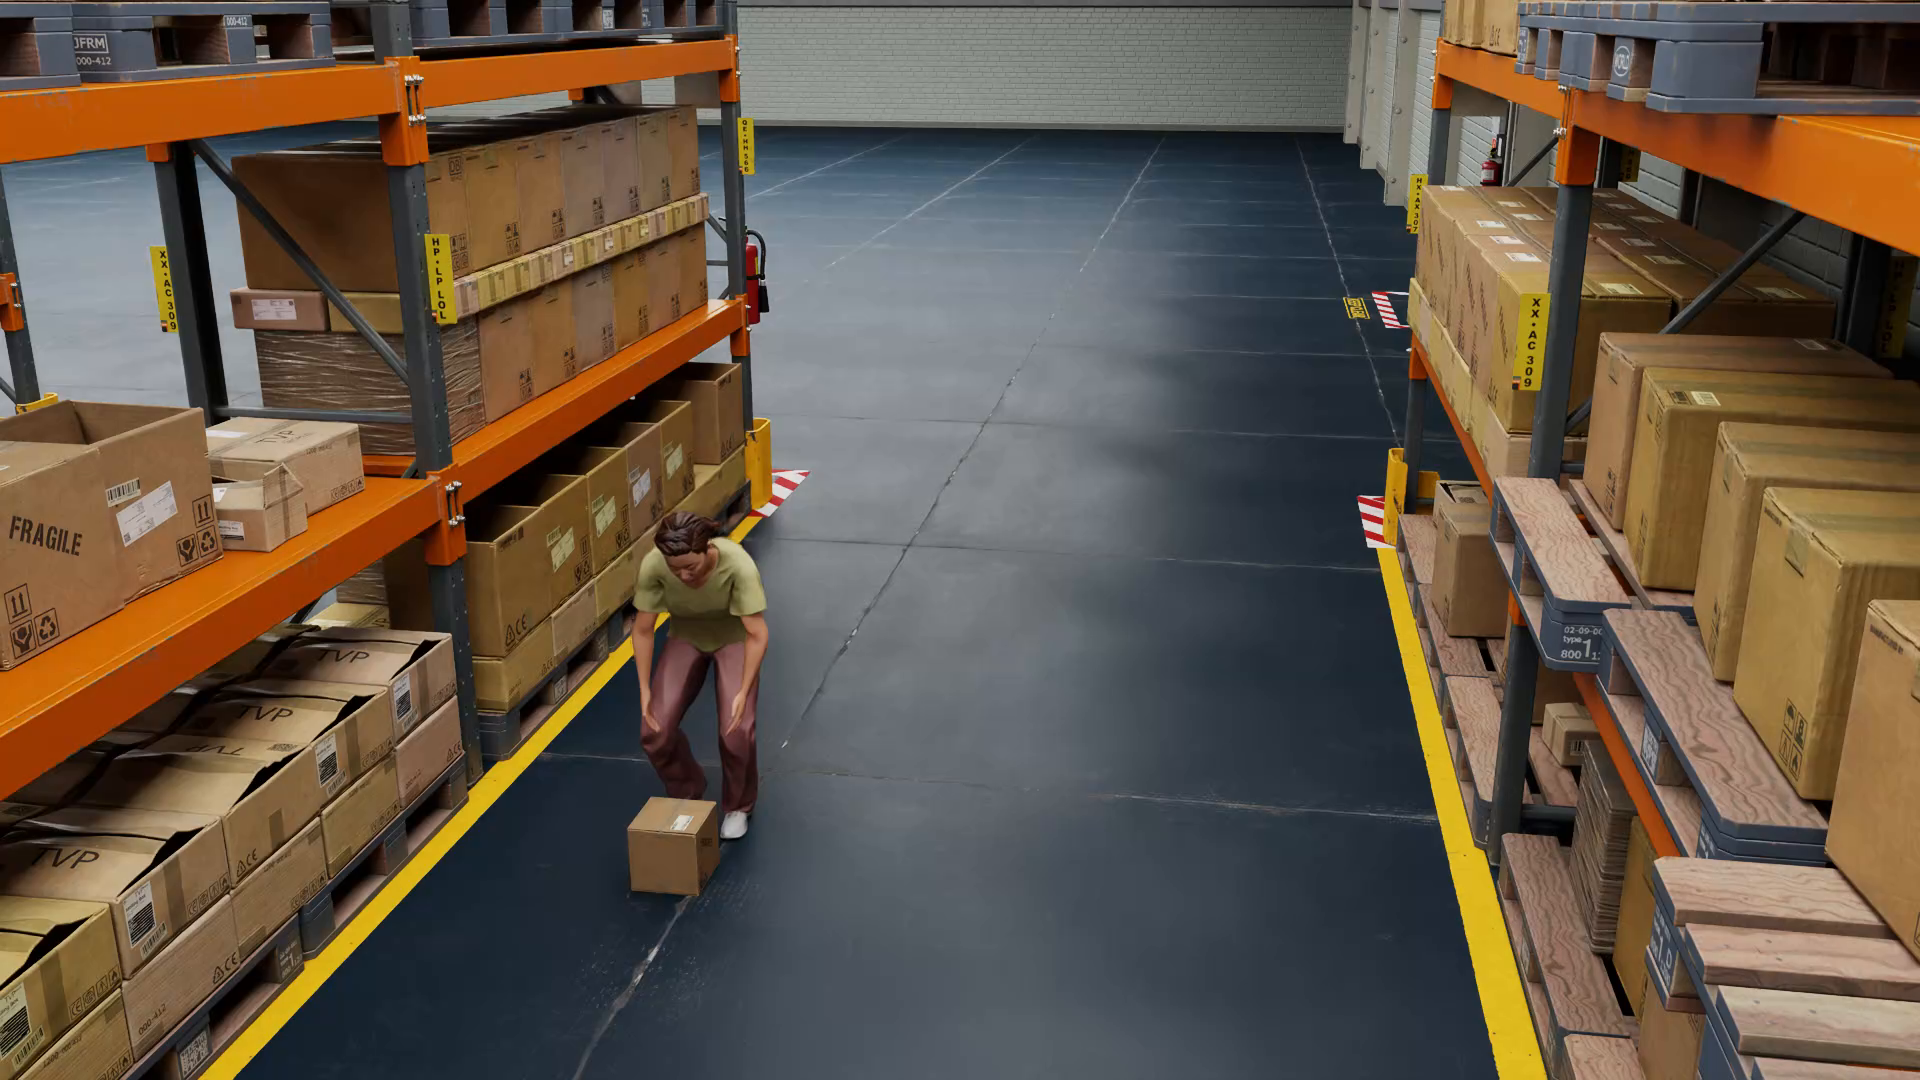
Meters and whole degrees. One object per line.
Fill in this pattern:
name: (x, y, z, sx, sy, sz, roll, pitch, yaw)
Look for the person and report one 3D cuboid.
person: (-0.935, 0.465, 6.186, 0.511, 1.333, 0.668, 3, 18, 9)
